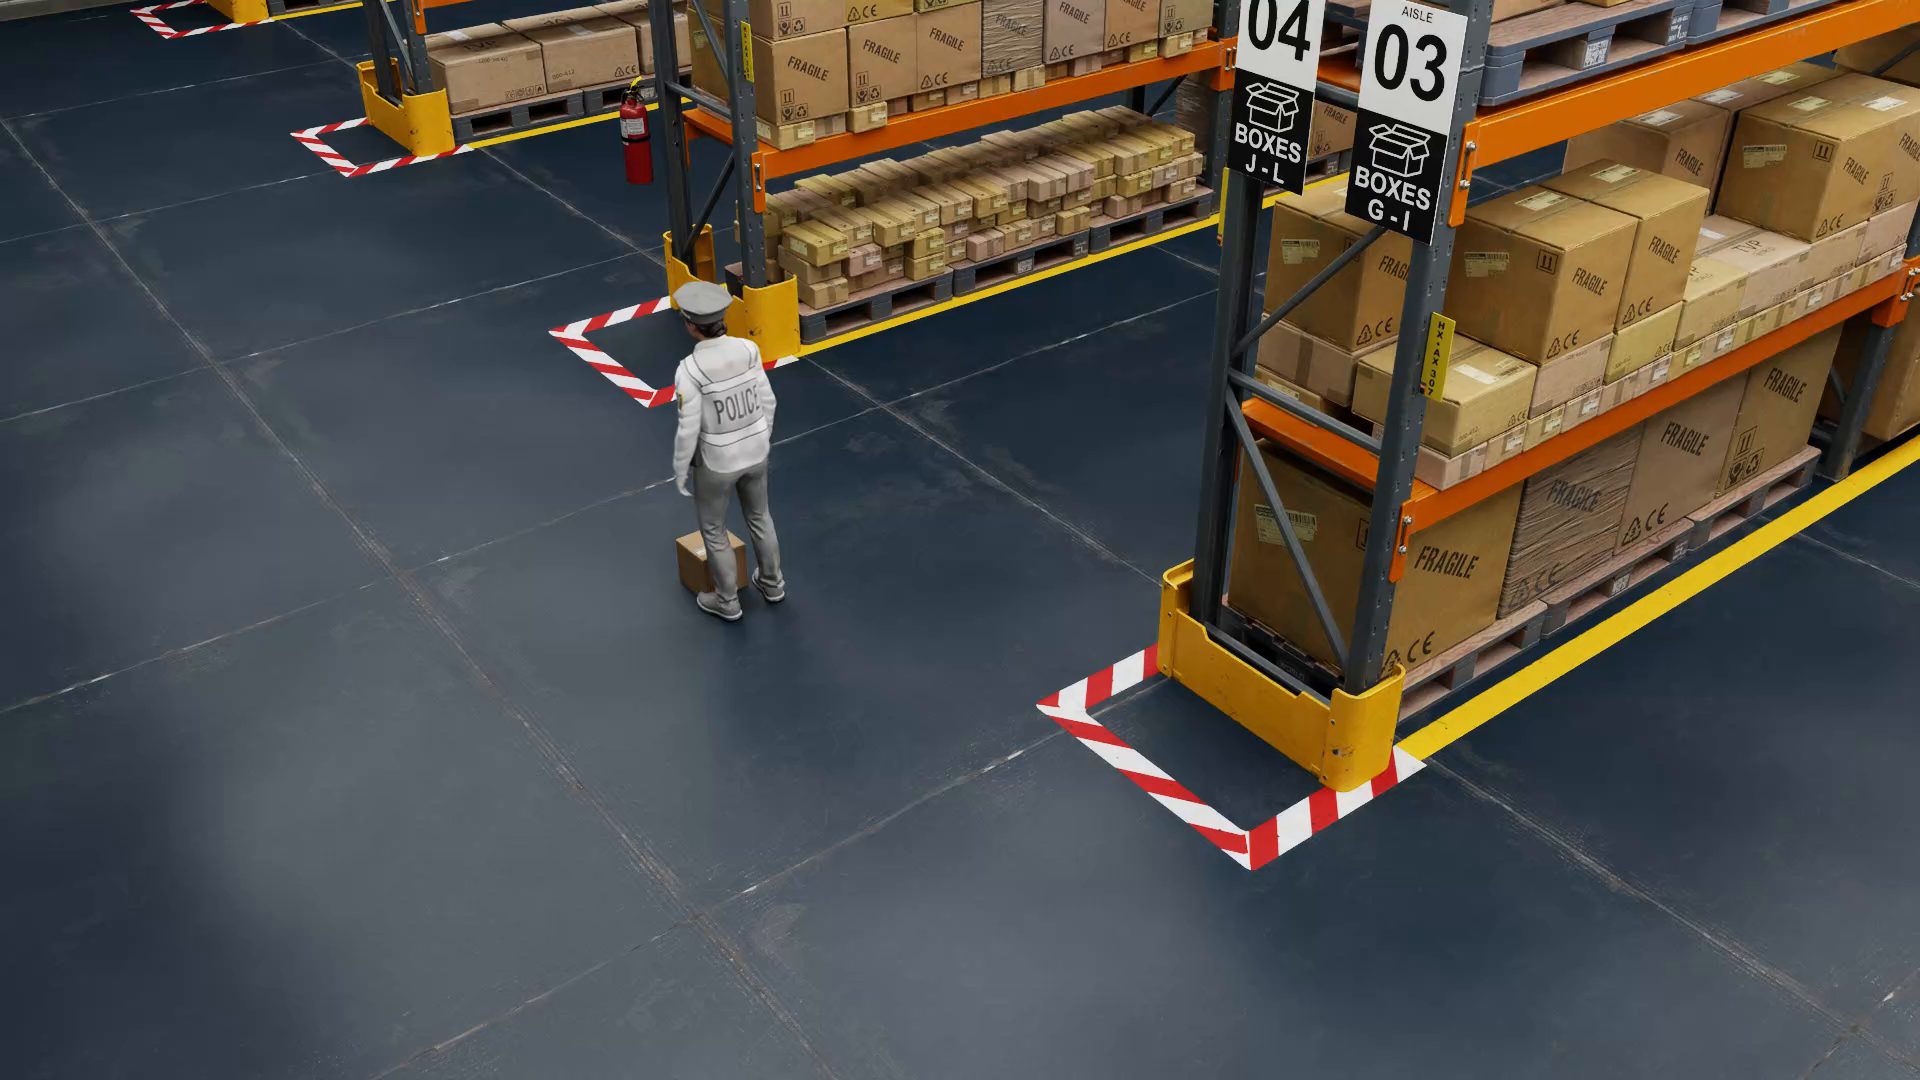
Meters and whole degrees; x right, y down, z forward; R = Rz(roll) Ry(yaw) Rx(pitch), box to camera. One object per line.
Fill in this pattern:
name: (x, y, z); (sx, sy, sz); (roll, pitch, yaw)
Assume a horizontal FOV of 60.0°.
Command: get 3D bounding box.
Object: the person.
person: (-1.087, -0.384, 7.736); (0.547, 1.667, 0.369); (-25, 40, -33)
